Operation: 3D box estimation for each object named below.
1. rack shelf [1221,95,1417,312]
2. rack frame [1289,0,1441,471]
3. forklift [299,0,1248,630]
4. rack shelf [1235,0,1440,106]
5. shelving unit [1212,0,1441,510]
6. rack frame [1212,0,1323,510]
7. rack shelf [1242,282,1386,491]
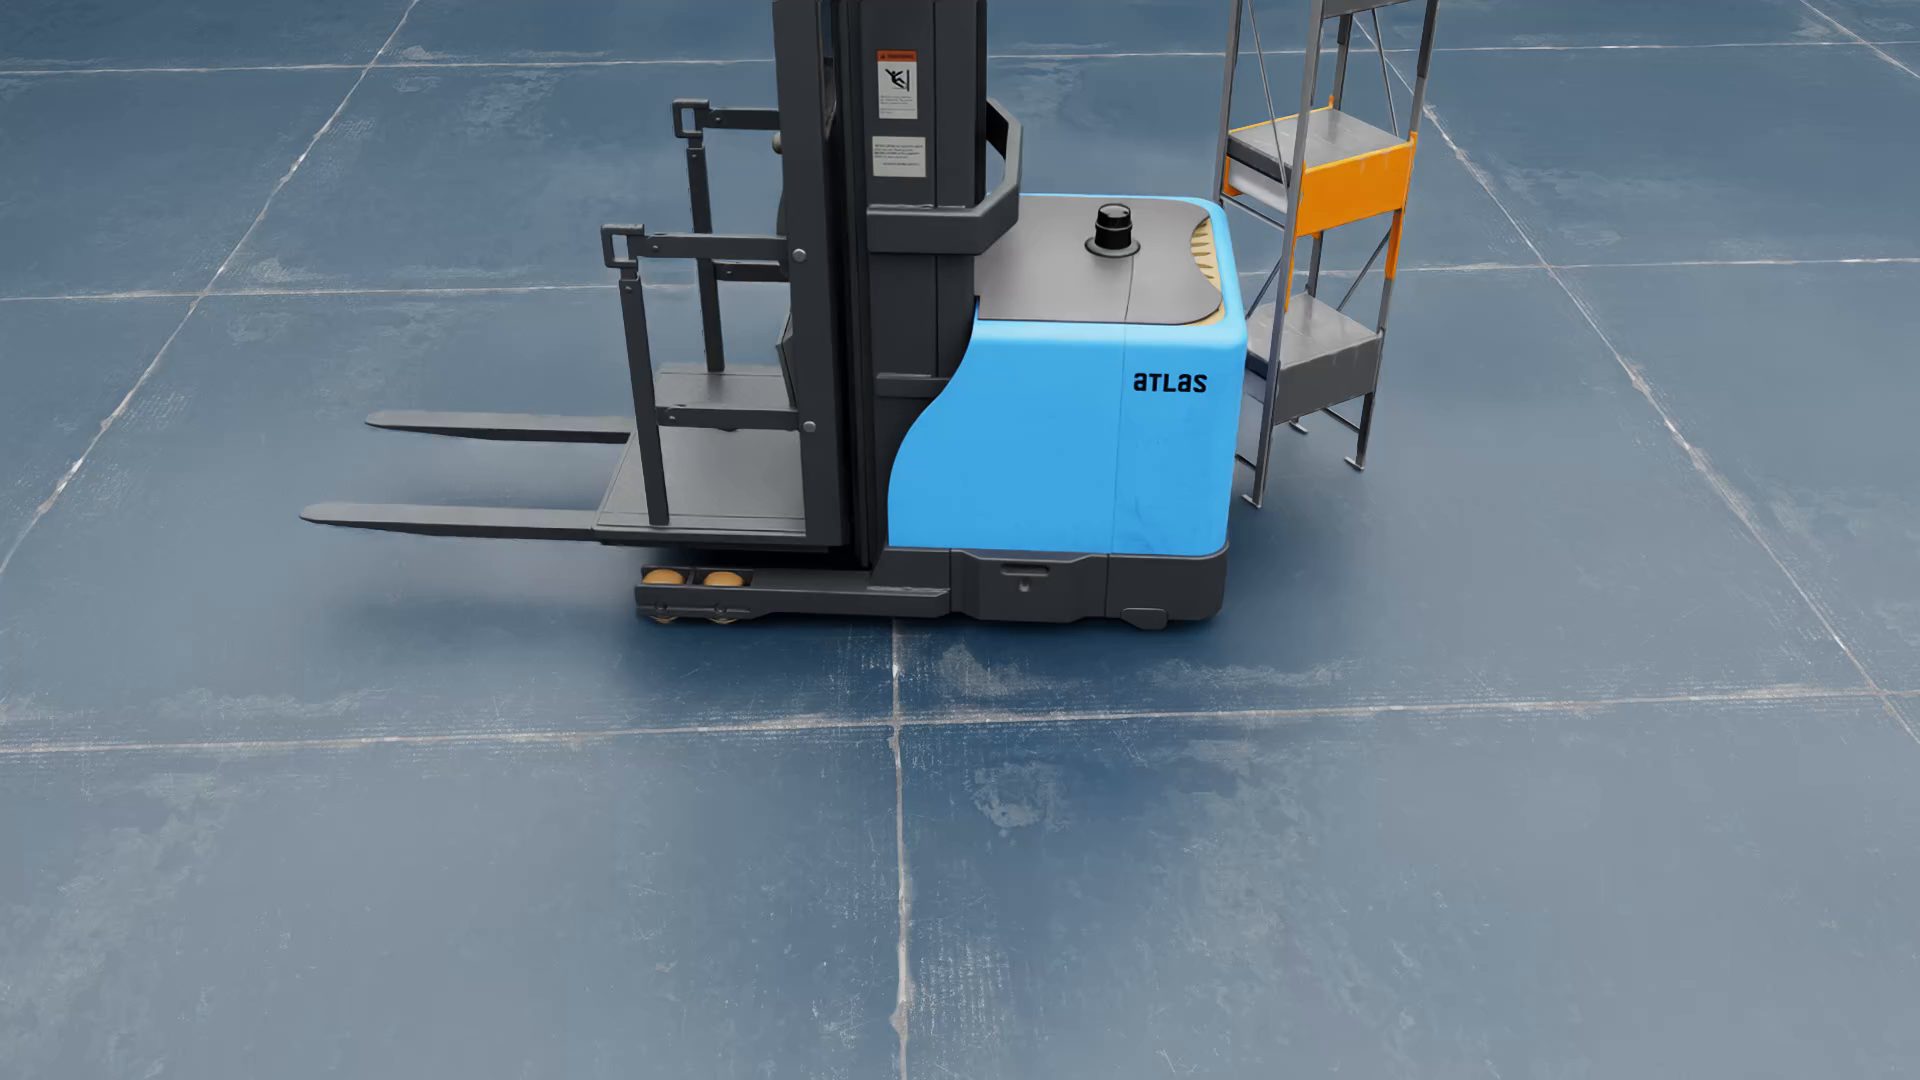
[{"bbox_3d":[1.168,-1.131,5.564,0.480,0.518,0.431,-19,39,-25],"label":"rack shelf"},{"bbox_3d":[1.377,-1.215,5.660,0.015,2.100,0.400,-19,39,-25],"label":"rack frame"},{"bbox_3d":[-0.645,-1.236,4.961,3.031,2.935,1.130,2,35,3],"label":"forklift"},{"bbox_3d":[1.168,-1.707,5.165,0.480,0.518,0.431,-19,39,-25],"label":"rack shelf"},{"bbox_3d":[1.168,-1.143,5.556,0.503,2.100,0.431,-19,39,-25],"label":"shelving unit"},{"bbox_3d":[0.960,-1.070,5.452,0.015,2.100,0.400,-19,39,-25],"label":"rack frame"},{"bbox_3d":[1.168,-0.556,5.962,0.480,0.518,0.431,-19,39,-25],"label":"rack shelf"}]
